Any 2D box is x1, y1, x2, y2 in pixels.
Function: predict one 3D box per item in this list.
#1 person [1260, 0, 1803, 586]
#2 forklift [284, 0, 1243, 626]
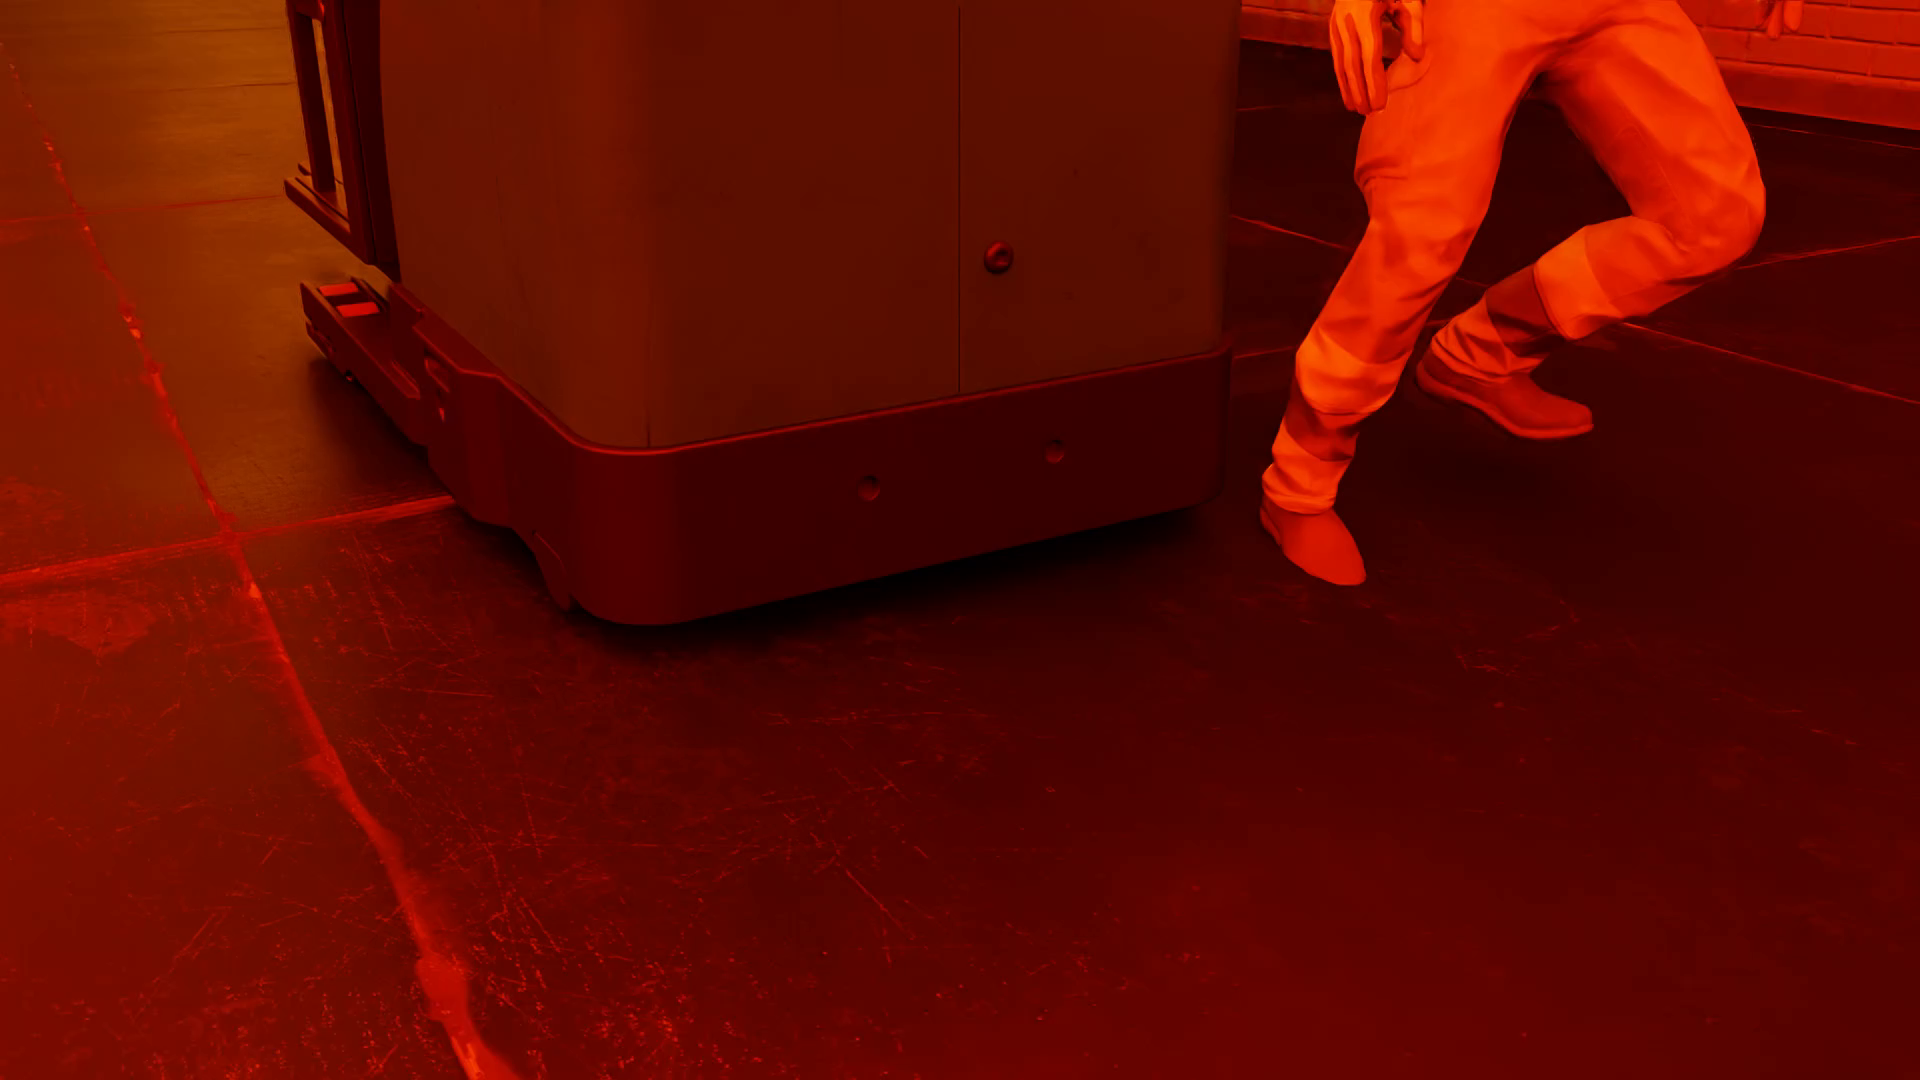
[{"bbox_3d":[0.816,-0.790,2.428,0.829,1.701,0.549,-7,23,-16],"label":"person"},{"bbox_3d":[-0.759,-1.758,3.058,1.130,2.935,3.031,-13,25,-28],"label":"forklift"}]
